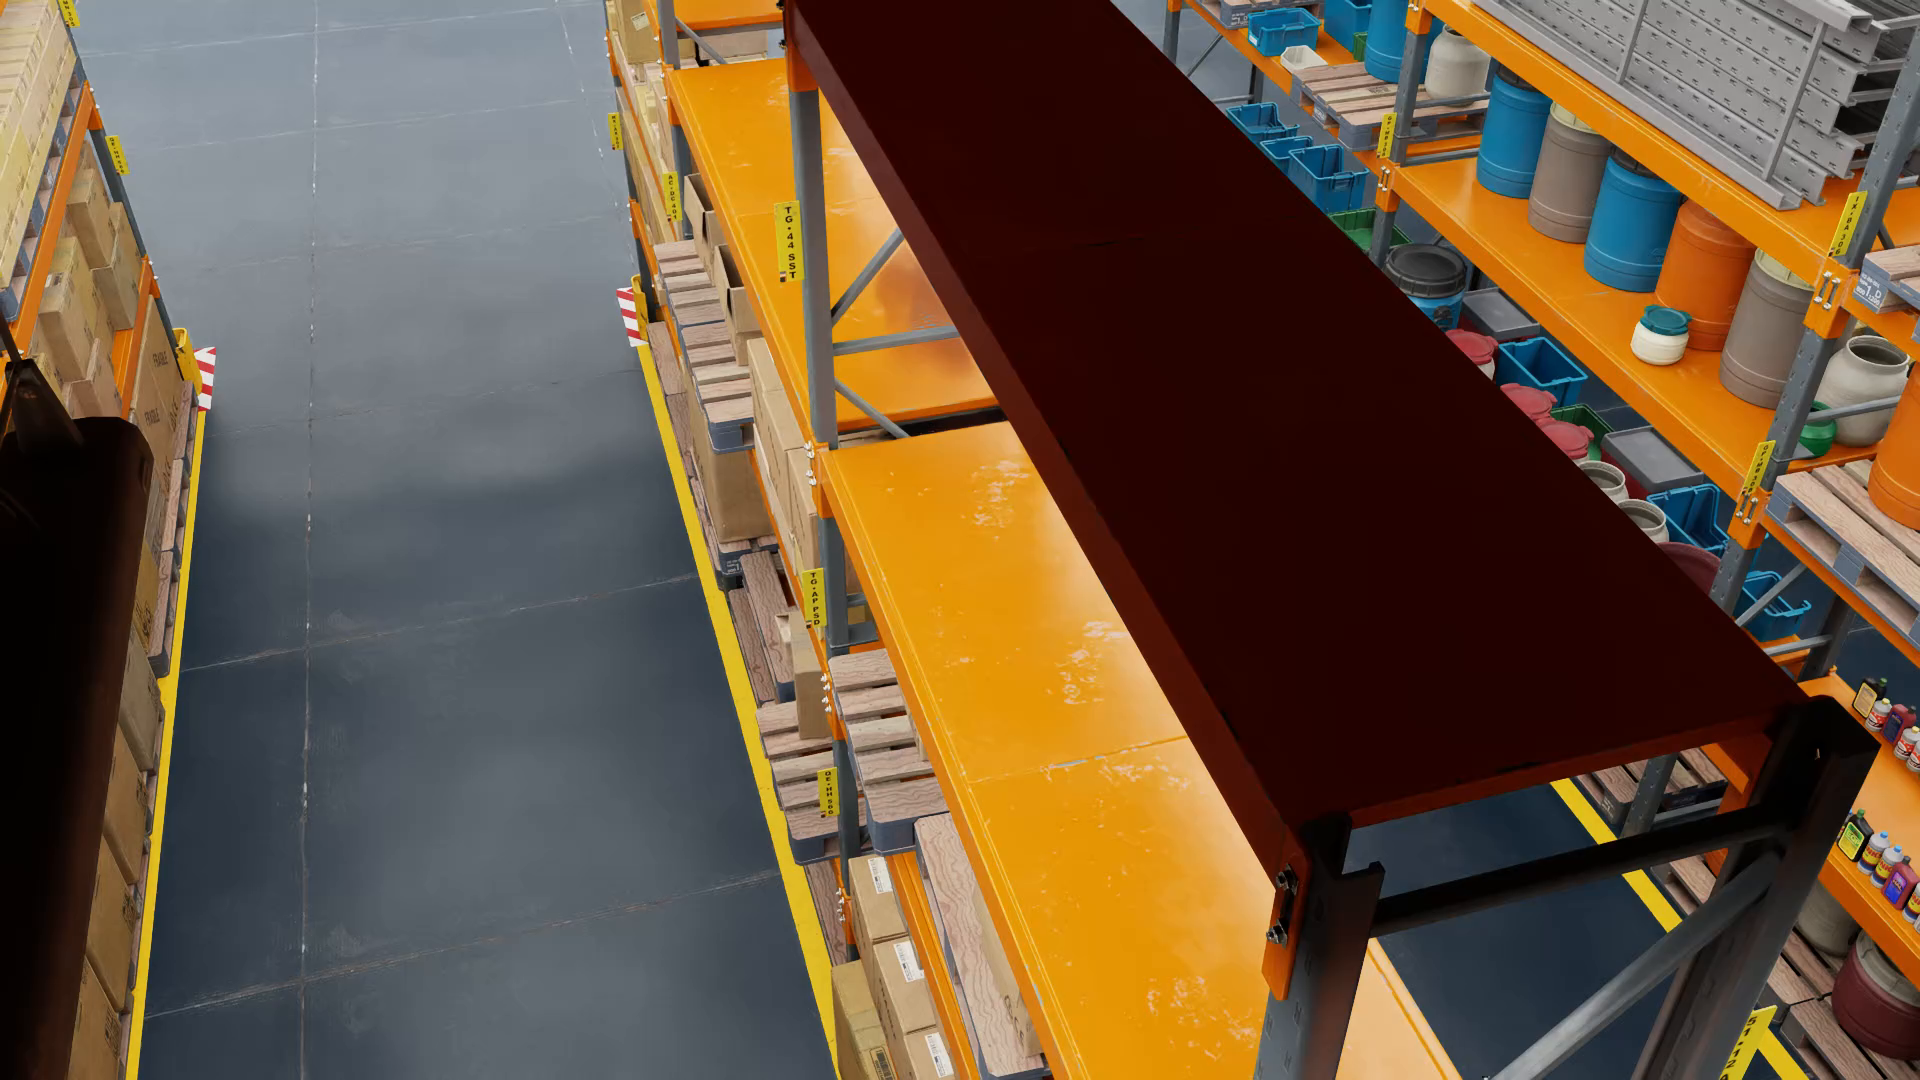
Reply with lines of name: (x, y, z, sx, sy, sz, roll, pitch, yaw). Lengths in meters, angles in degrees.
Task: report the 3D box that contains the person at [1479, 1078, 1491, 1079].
person: (2.246, 3.012, 7.232, 0.686, 1.754, 0.843, -14, 40, -17)
